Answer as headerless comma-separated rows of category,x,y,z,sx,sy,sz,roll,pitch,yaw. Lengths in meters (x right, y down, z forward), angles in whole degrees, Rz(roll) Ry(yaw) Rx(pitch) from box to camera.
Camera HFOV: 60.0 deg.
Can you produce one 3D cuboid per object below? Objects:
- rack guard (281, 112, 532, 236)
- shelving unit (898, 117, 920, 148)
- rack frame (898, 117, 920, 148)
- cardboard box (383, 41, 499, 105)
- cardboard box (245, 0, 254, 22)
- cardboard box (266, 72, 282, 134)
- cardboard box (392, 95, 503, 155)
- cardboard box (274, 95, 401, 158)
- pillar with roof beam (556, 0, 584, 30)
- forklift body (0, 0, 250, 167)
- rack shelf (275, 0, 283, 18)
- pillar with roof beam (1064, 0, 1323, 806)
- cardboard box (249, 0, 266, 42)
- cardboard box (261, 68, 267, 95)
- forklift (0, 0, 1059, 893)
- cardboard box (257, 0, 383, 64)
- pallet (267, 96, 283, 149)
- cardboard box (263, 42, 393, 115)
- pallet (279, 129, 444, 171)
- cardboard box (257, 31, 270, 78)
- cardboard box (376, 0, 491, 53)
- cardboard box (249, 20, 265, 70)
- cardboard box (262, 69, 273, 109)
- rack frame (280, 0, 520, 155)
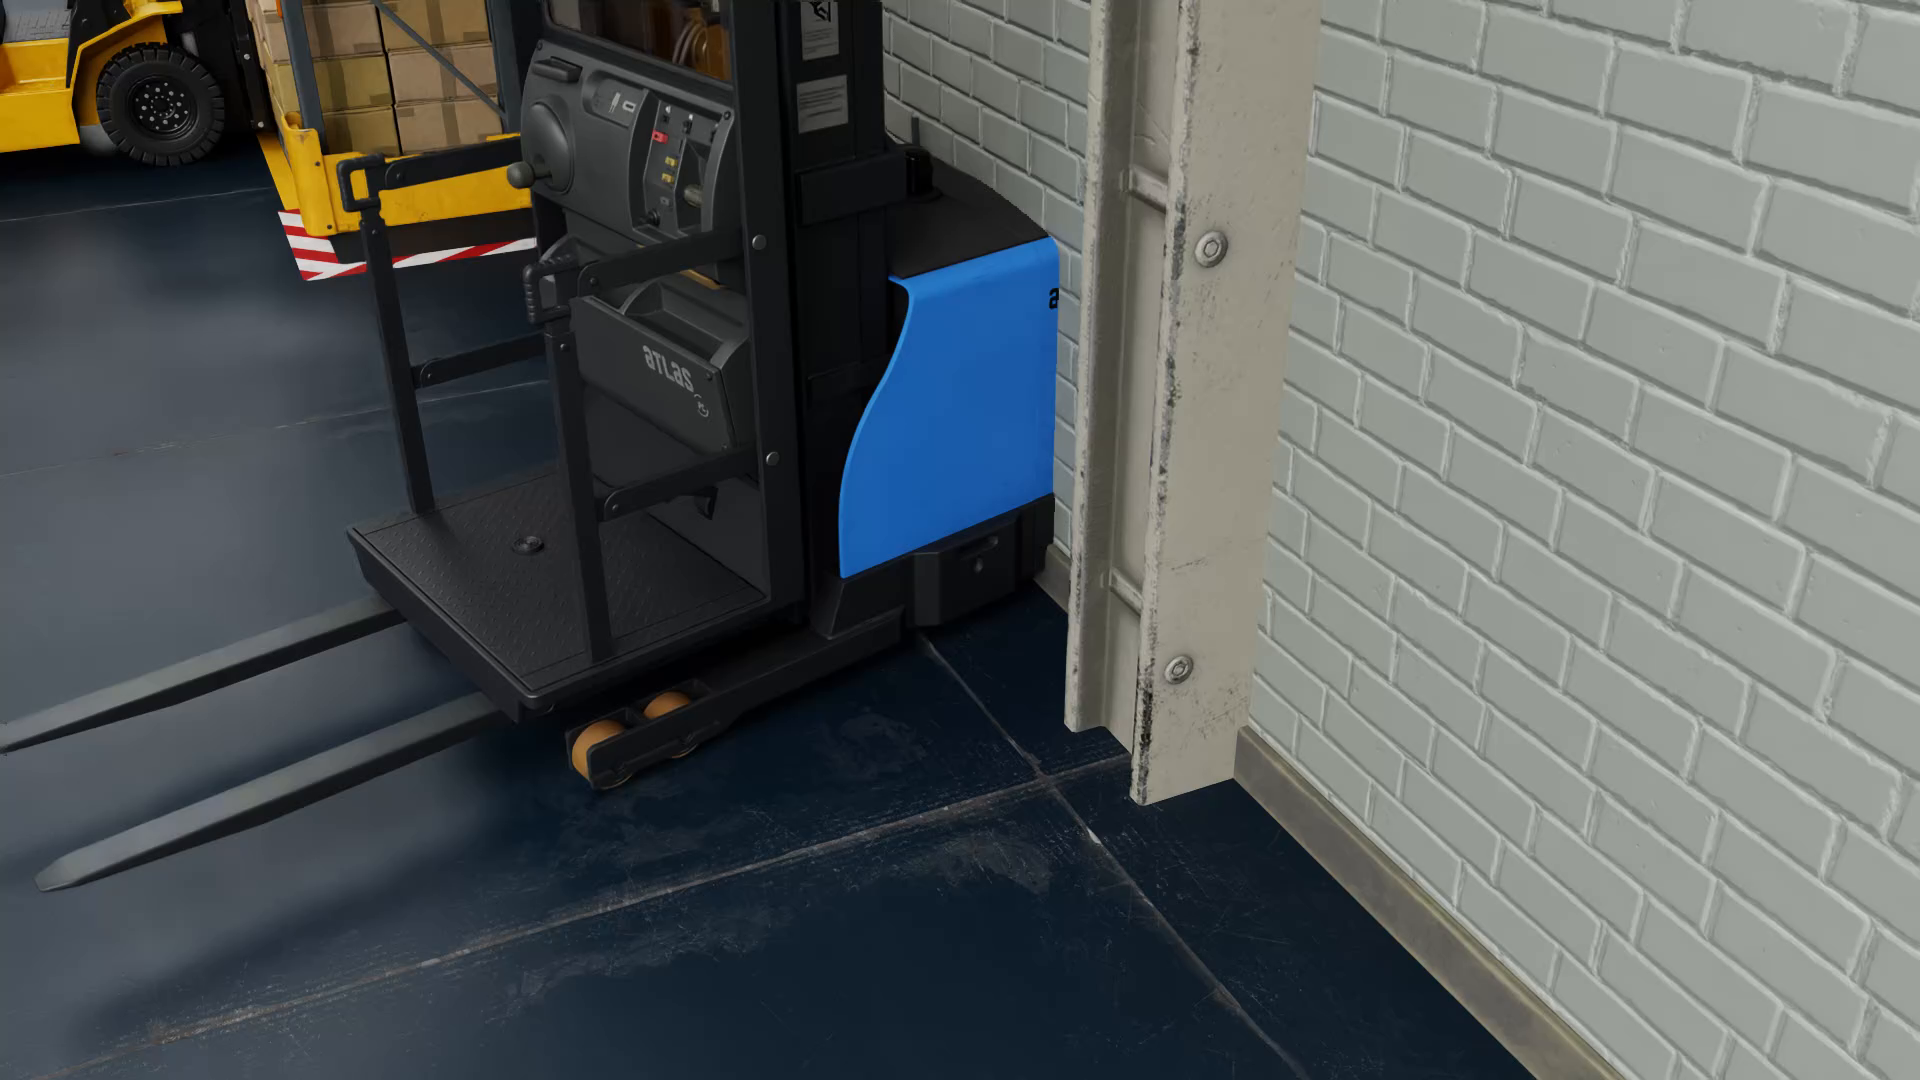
rack guard,-2.584,-1.827,7.996,1.175,0.500,0.348,-13,32,-22
shelving unit,-0.331,-0.802,5.515,0.258,1.200,0.503,-11,23,-24
rack frame,-0.223,-0.727,5.310,0.240,1.200,0.015,-11,23,-24
cardboard box,-2.609,-2.381,8.299,0.500,0.250,0.500,-12,32,-21
cardboard box,-3.524,-2.930,8.769,0.500,0.250,0.500,-13,32,-21
cardboard box,-3.287,-2.274,8.621,0.500,0.250,0.500,-13,32,-22
cardboard box,-2.629,-2.169,8.434,0.500,0.250,0.500,-13,32,-22
cardboard box,-3.082,-2.053,8.225,0.500,0.250,0.500,-13,32,-22
pillar with roof beam,-5.968,-5.137,5.210,9.100,9.000,0.400,-13,32,-22
forklift body,-5.056,-3.012,8.422,2.313,2.155,1.214,-13,32,-22
rack shelf,-3.453,-3.497,9.155,1.077,0.370,4.000,-13,32,-22
pillar with roof beam,-3.392,-2.487,0.484,9.100,9.000,0.400,-13,32,-22
cardboard box,-3.299,-2.710,8.375,0.500,0.250,0.500,-12,32,-21
cardboard box,-3.737,-2.722,9.419,0.500,0.250,0.500,-12,31,-20
forklift,-0.986,-0.950,3.948,3.031,2.935,1.130,-23,36,-34
cardboard box,-3.074,-2.485,7.975,0.500,0.250,0.500,-12,31,-20
pallet,-3.481,-2.578,9.632,1.003,0.211,1.213,-13,32,-22
cardboard box,-3.086,-2.279,8.118,0.500,0.250,0.500,-14,32,-23
pallet,-2.961,-2.040,8.672,1.003,0.211,1.213,-13,32,-22
cardboard box,-3.292,-2.503,8.517,0.500,0.250,0.500,-13,32,-22
cardboard box,-2.630,-2.599,8.179,0.500,0.250,0.500,-14,32,-23
cardboard box,-3.532,-2.726,8.916,0.500,0.250,0.500,-14,32,-23
cardboard box,-3.493,-2.497,9.018,0.500,0.250,0.500,-13,32,-21
rack frame,-2.595,-2.927,7.404,1.000,3.000,0.127,-13,32,-22
